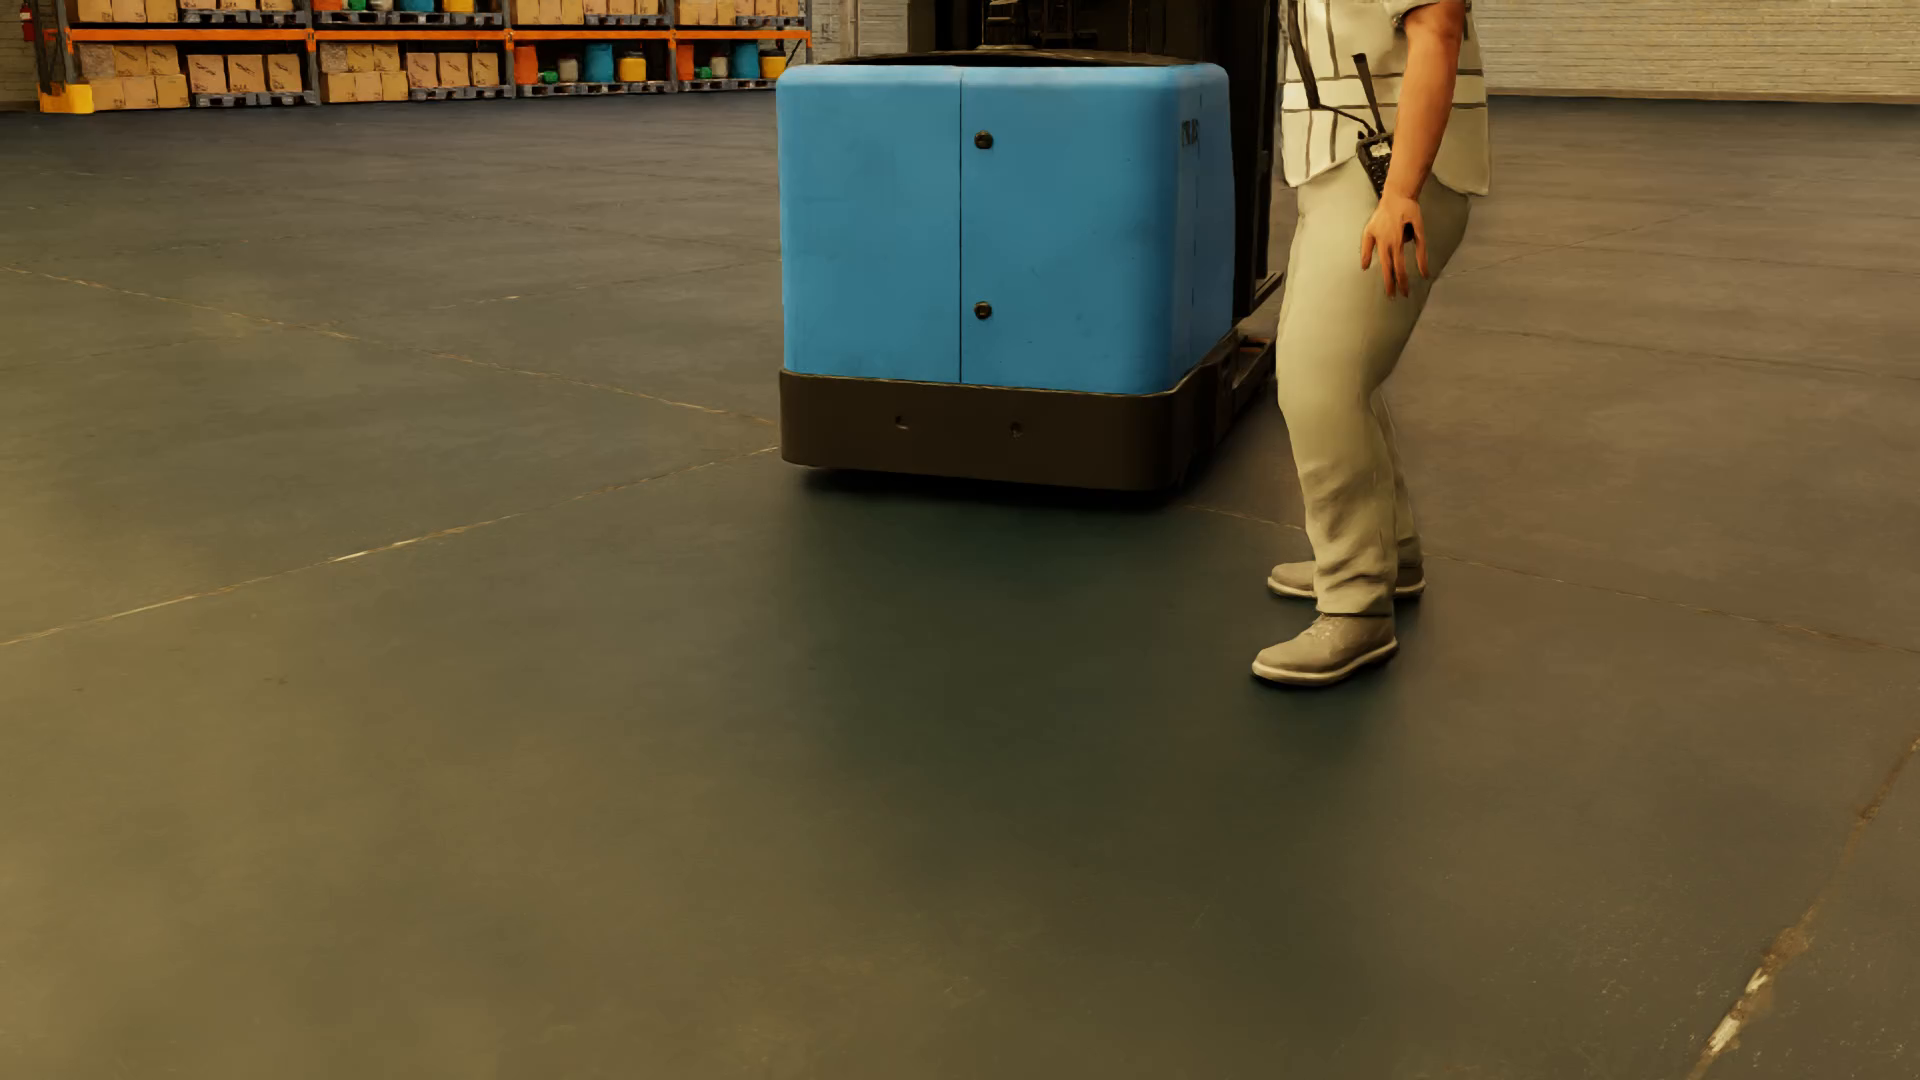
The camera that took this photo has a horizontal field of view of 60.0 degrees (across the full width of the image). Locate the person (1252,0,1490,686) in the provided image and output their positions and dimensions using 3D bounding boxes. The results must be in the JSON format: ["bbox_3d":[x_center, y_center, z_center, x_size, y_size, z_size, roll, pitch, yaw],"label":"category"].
[{"bbox_3d":[0.784,-0.663,3.178,0.423,1.722,0.860,2,17,6],"label":"person"}]

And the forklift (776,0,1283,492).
[{"bbox_3d":[0.461,-1.908,5.182,1.130,2.935,3.031,5,18,17],"label":"forklift"}]
